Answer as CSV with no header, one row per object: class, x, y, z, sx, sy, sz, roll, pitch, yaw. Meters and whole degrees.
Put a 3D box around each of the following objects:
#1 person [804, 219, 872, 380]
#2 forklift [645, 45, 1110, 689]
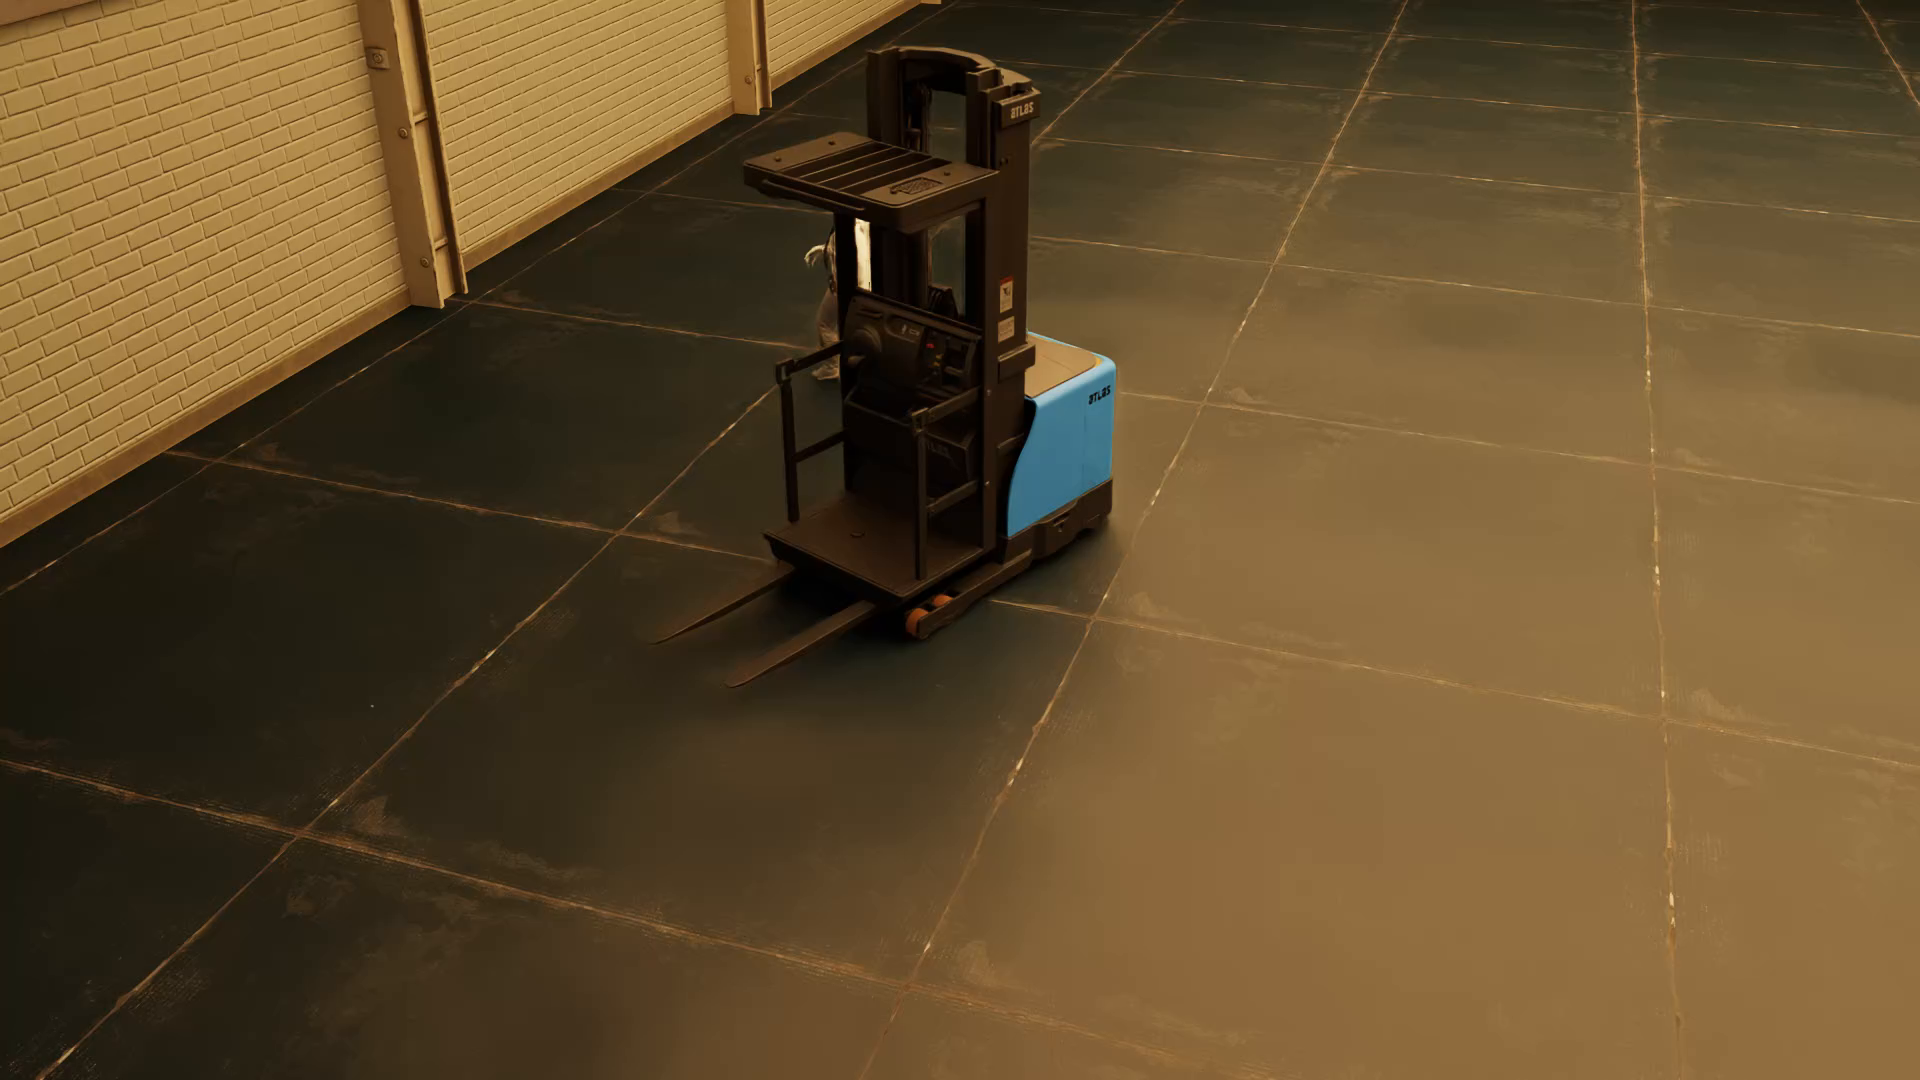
person,-0.766,-1.759,11.610,0.889,1.620,0.513,23,37,35
forklift,-0.414,-1.013,8.913,1.121,2.935,3.031,23,37,35
